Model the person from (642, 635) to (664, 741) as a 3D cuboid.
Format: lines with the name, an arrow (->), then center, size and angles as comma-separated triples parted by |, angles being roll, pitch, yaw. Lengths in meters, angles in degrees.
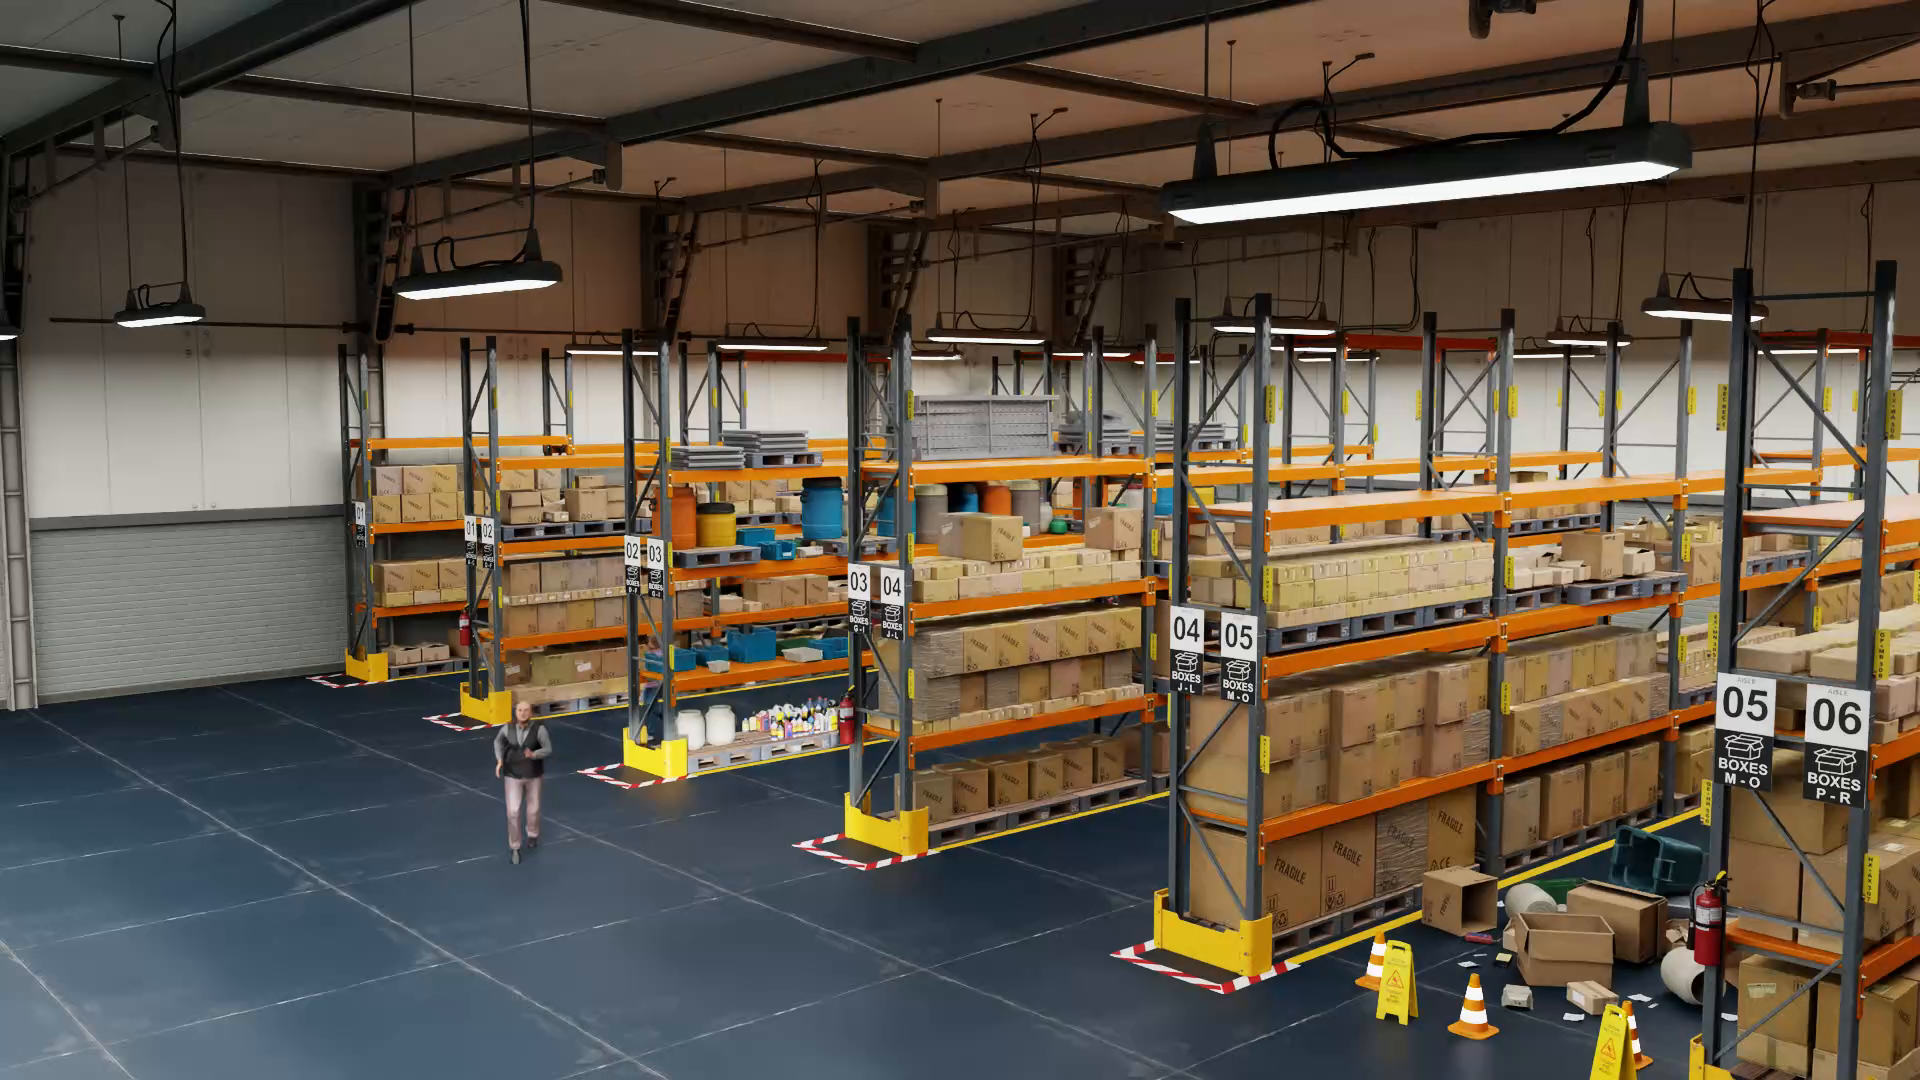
person -> -4.498, 2.182, 24.653 | 0.544, 1.566, 0.675 | 5, 7, 43

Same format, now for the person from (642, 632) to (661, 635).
person -> -5.666, 1.562, 30.815 | 0.593, 1.660, 0.616 | 4, 6, 37

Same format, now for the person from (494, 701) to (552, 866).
person -> -4.822, 2.664, 18.388 | 0.625, 1.782, 0.767 | -1, 5, -14

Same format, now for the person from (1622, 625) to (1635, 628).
person -> 9.672, 2.128, 24.035 | 0.892, 1.837, 0.634 | -5, 7, -41
